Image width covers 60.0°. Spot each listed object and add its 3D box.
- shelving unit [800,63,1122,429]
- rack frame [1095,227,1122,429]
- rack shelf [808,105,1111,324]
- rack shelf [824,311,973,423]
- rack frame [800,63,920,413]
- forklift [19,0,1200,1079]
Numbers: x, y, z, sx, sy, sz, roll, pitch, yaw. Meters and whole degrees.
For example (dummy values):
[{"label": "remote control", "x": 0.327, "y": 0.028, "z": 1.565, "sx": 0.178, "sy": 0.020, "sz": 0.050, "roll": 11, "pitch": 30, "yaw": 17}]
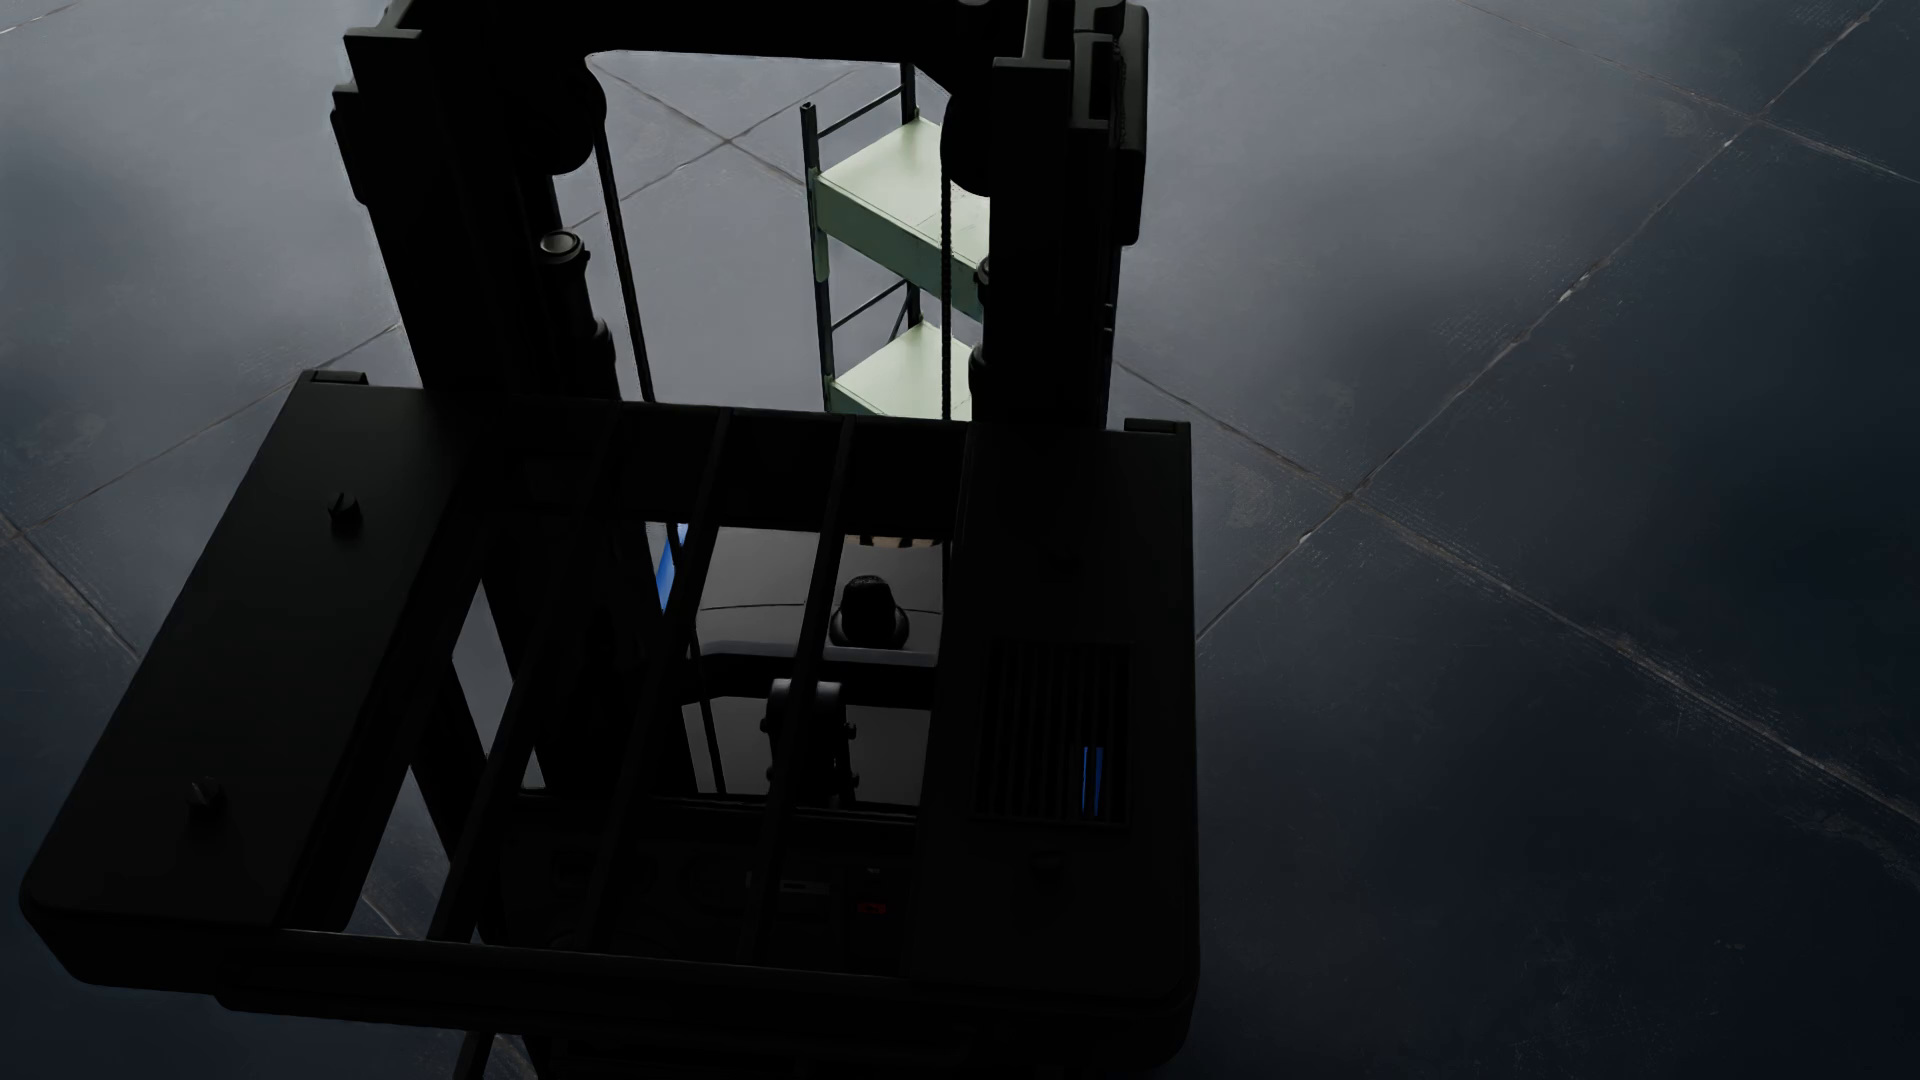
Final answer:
[{"label": "shelving unit", "x": 0.005, "y": -0.510, "z": 4.700, "sx": 0.755, "sy": 1.500, "sz": 0.431, "roll": 34, "pitch": 55, "yaw": 28}, {"label": "rack frame", "x": 0.274, "y": -0.329, "z": 4.530, "sx": 0.023, "sy": 1.500, "sz": 0.400, "roll": 34, "pitch": 55, "yaw": 28}, {"label": "rack shelf", "x": 0.005, "y": -0.777, "z": 4.416, "sx": 0.720, "sy": 0.370, "sz": 0.431, "roll": 34, "pitch": 55, "yaw": 28}, {"label": "rack shelf", "x": 0.005, "y": -0.287, "z": 4.938, "sx": 0.720, "sy": 0.370, "sz": 0.431, "roll": 34, "pitch": 55, "yaw": 28}, {"label": "rack frame", "x": -0.264, "y": -0.691, "z": 4.870, "sx": 0.023, "sy": 1.500, "sz": 0.400, "roll": 34, "pitch": 55, "yaw": 28}, {"label": "forklift", "x": -0.292, "y": 0.750, "z": 2.535, "sx": 1.130, "sy": 2.935, "sz": 3.031, "roll": 4, "pitch": 47, "yaw": 3}]
